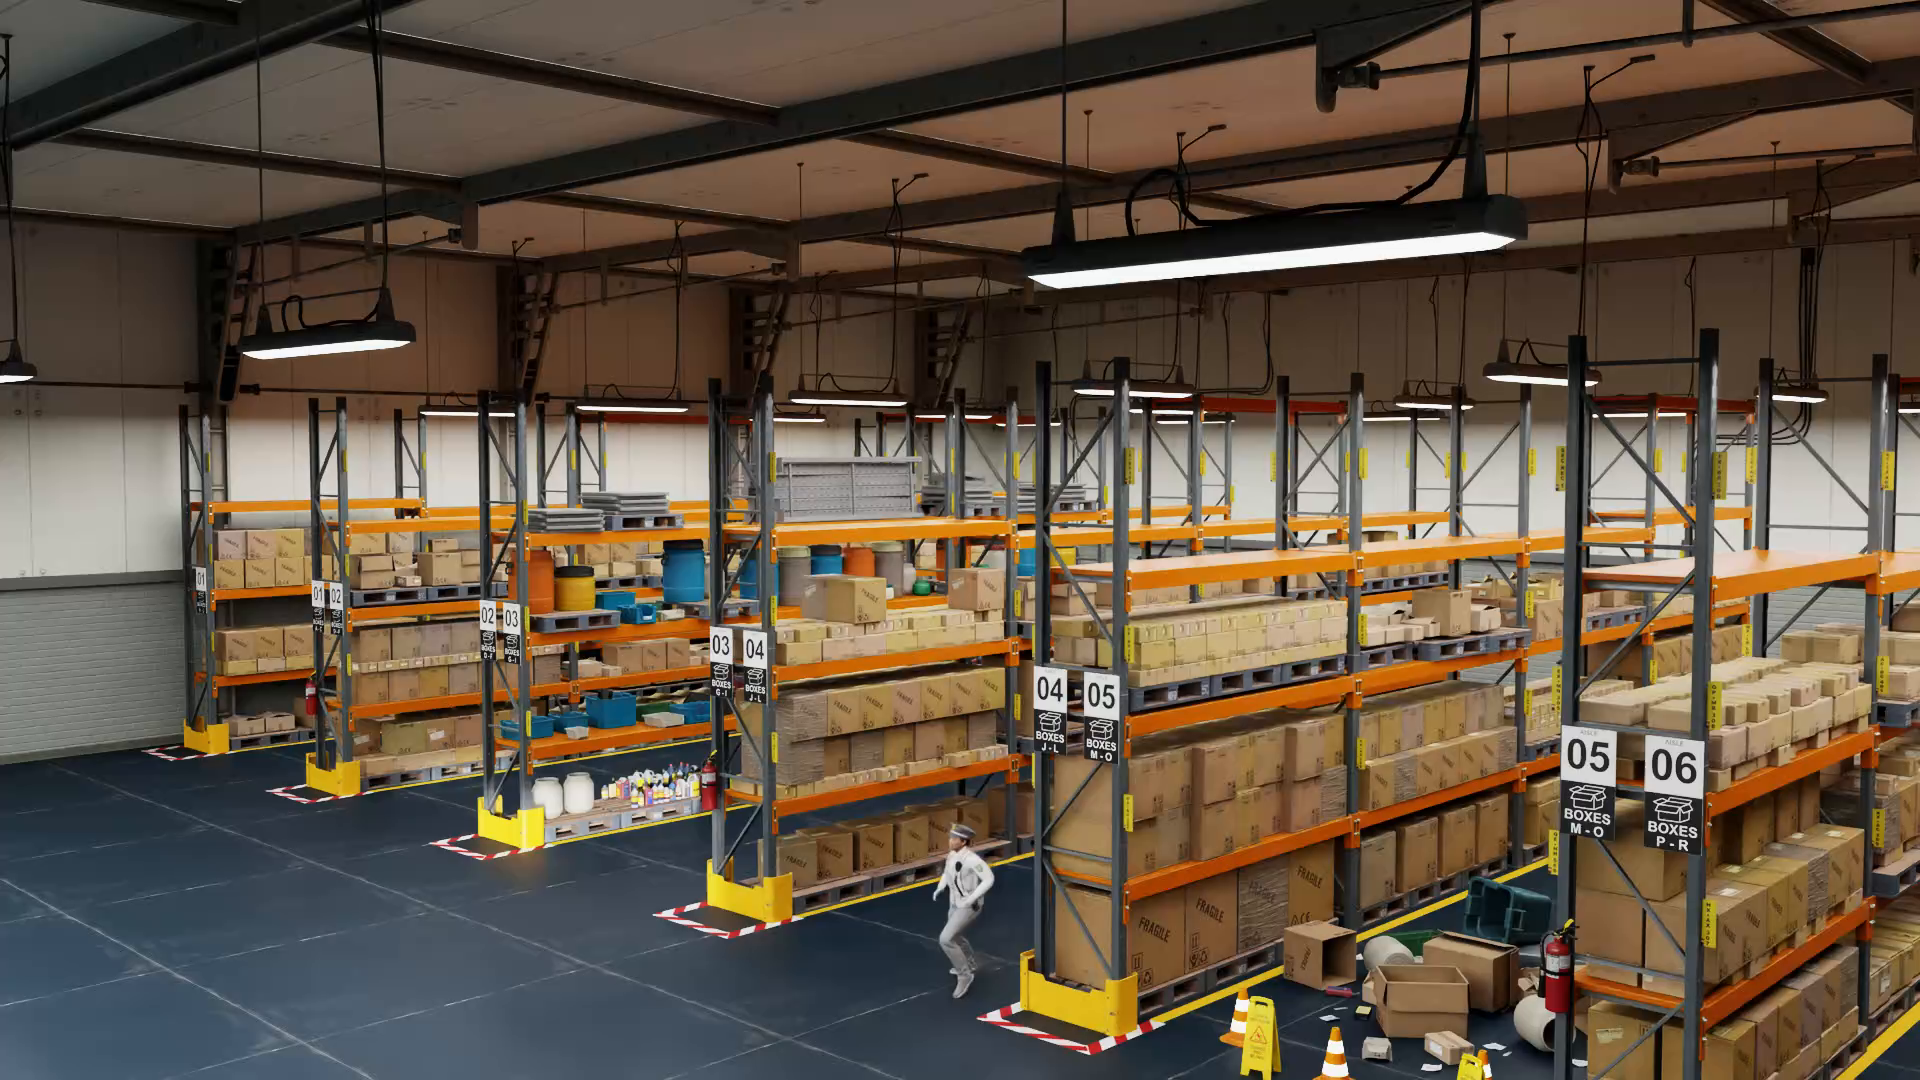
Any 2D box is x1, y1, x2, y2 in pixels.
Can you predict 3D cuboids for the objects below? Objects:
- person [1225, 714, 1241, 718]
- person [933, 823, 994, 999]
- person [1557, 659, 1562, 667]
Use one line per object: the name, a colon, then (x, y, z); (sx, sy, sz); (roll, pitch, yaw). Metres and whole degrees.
person: (3.863, 3.101, 22.775); (0.696, 1.791, 0.954); (2, 4, 37)
person: (0.031, 3.511, 15.986); (0.675, 1.647, 0.786); (-2, 4, -31)
person: (10.100, 2.837, 27.718); (0.651, 1.757, 0.627); (3, 4, 42)
